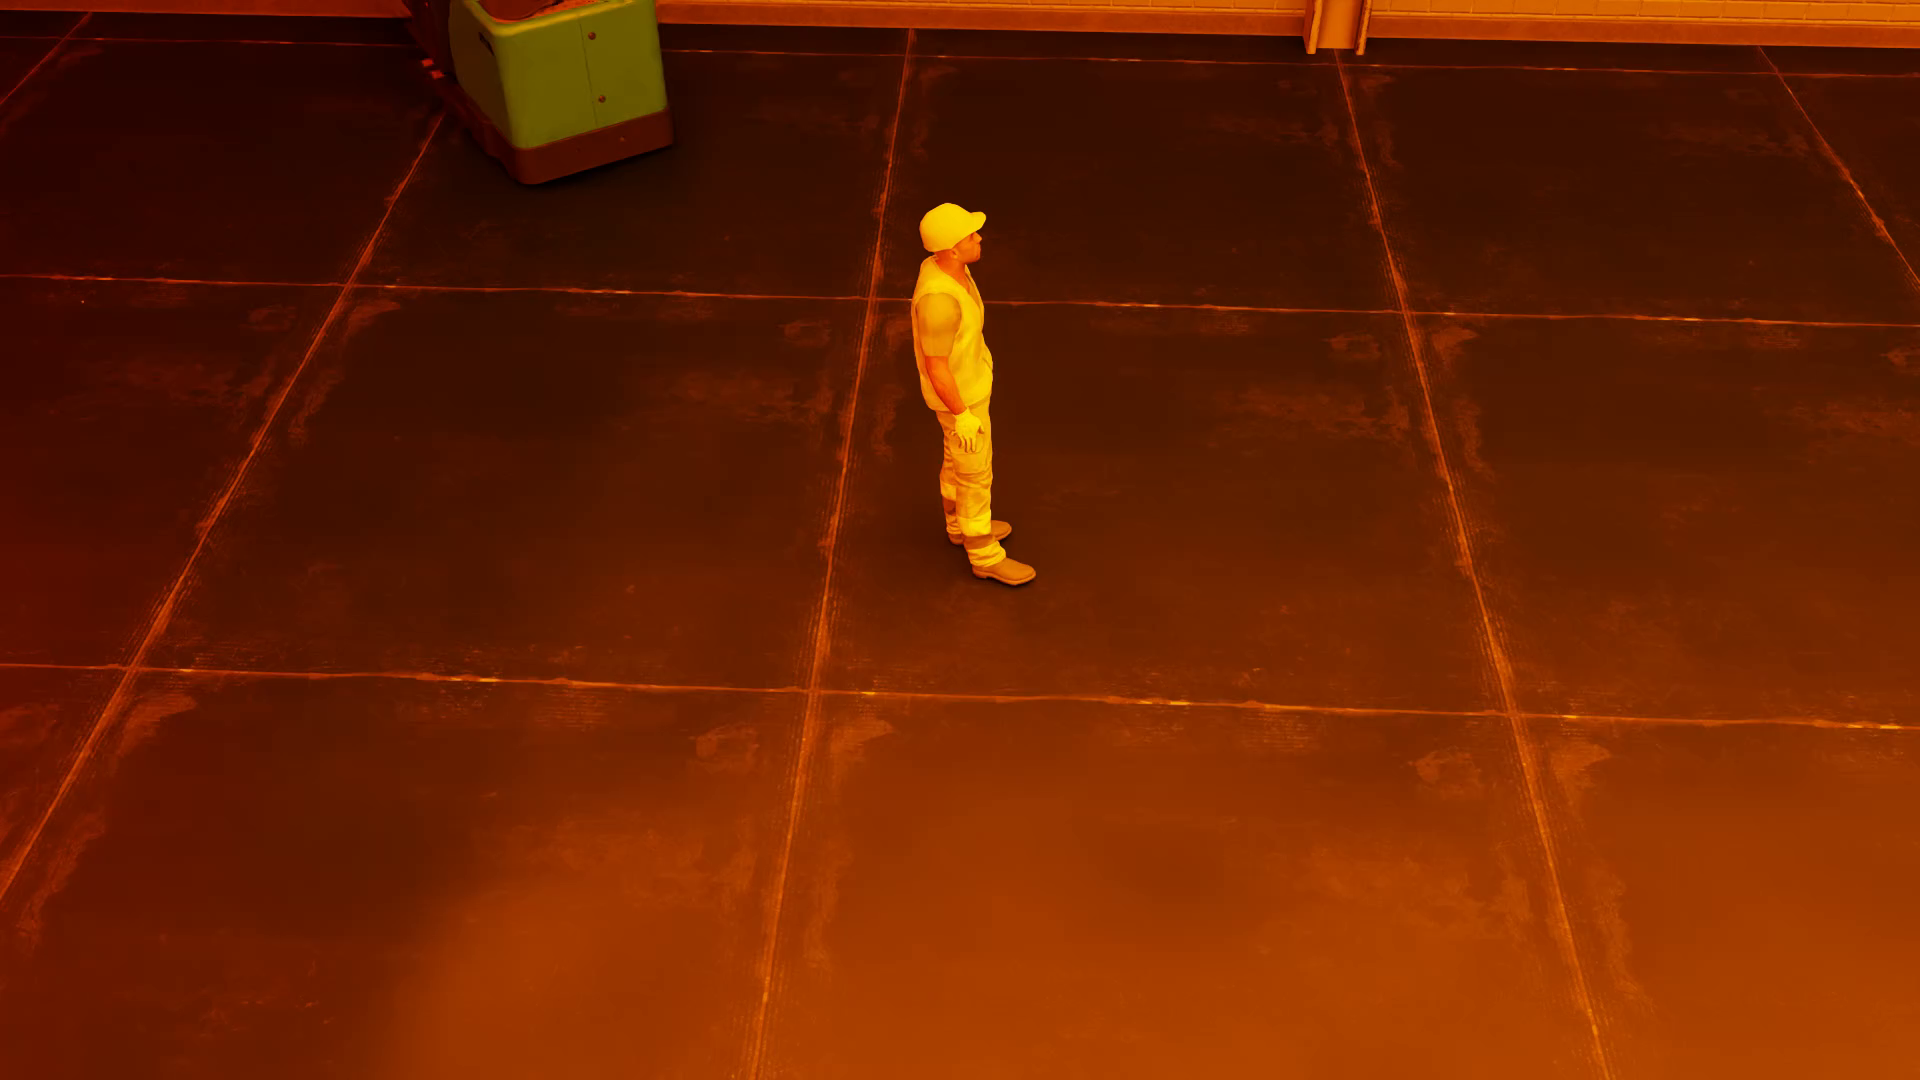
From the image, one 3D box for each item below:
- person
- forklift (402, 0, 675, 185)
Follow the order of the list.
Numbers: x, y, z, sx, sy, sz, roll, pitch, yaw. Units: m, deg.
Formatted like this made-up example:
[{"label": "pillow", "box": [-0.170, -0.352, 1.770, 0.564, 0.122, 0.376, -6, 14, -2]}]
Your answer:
[{"label": "person", "box": [0.079, -0.655, 7.296, 0.564, 1.787, 0.637, 2, 42, 2]}, {"label": "forklift", "box": [-3.034, -4.231, 10.377, 1.130, 2.935, 3.031, -23, 47, -23]}]
